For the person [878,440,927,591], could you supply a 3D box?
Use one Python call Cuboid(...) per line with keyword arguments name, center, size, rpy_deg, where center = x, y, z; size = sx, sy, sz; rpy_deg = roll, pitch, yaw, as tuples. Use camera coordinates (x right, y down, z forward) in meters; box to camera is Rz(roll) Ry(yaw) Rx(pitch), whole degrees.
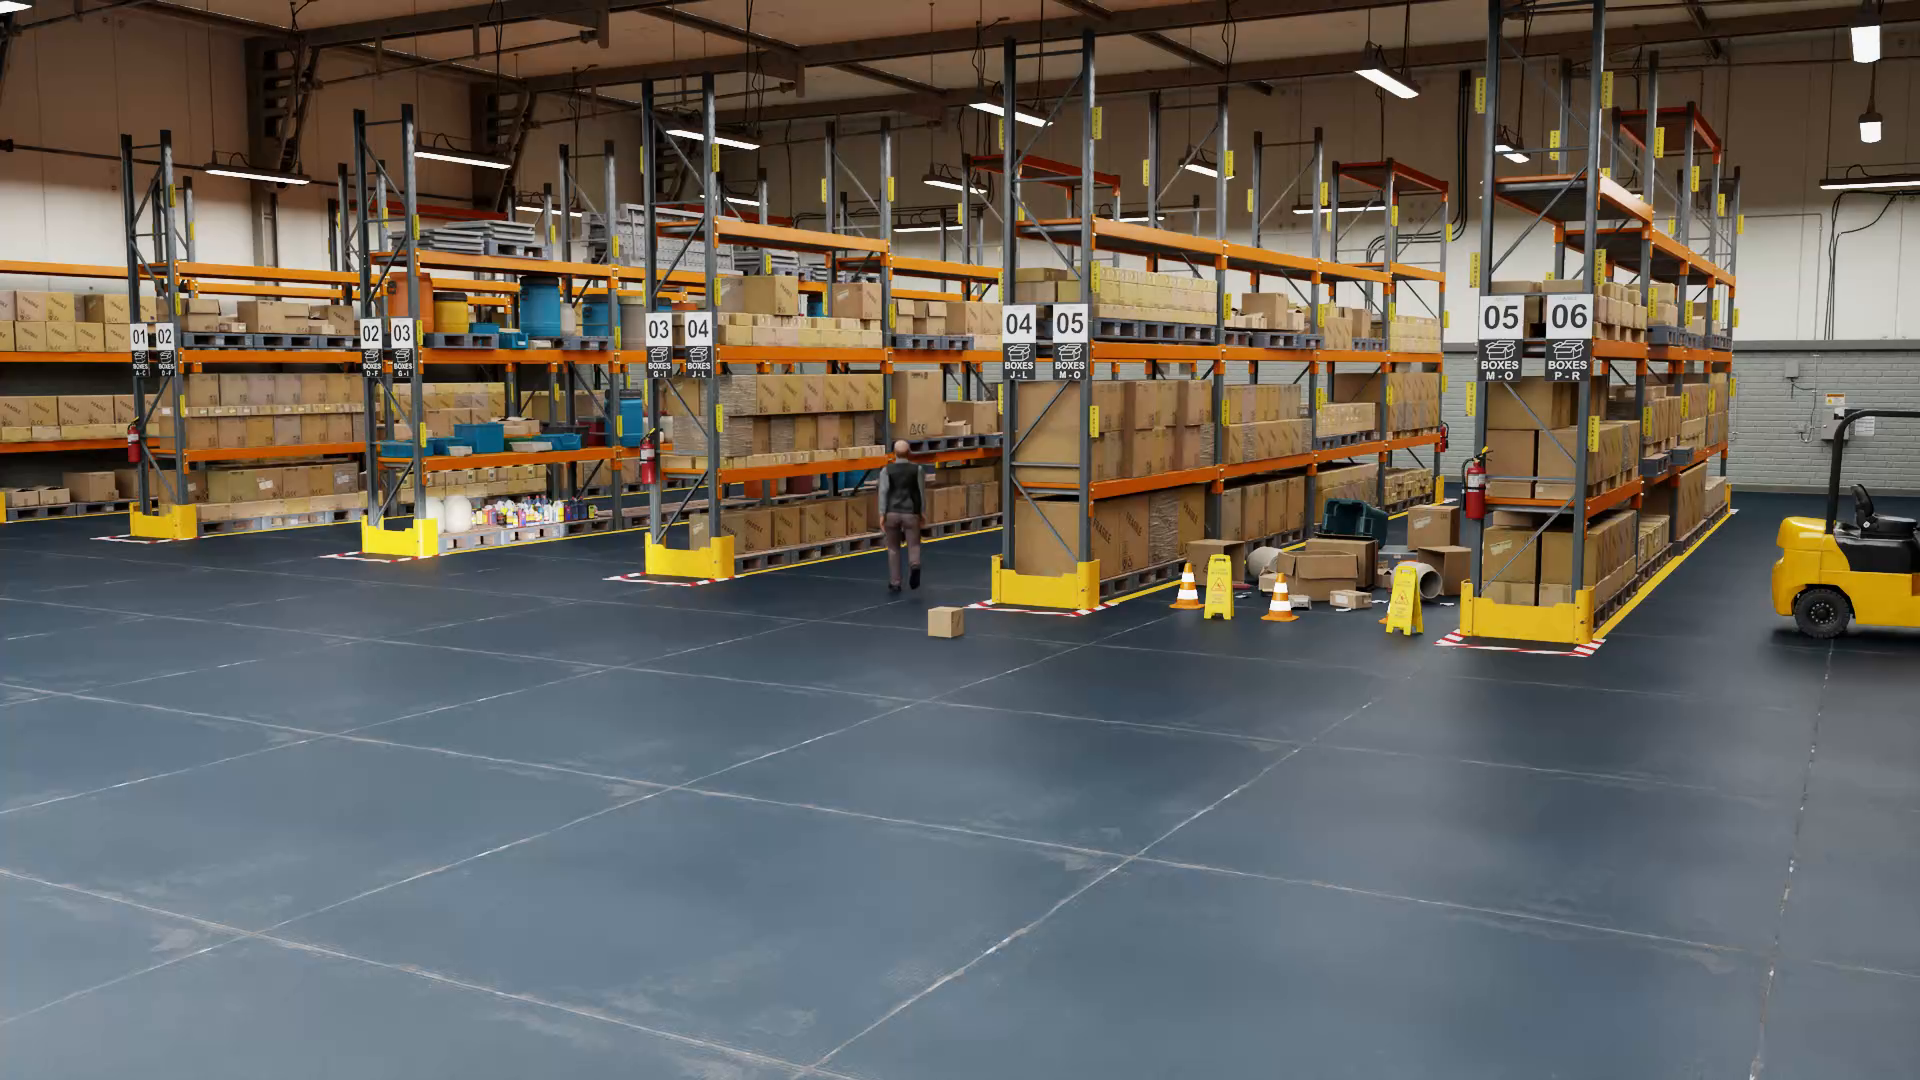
Cuboid(name="person", center=(-0.644, -0.266, 18.681), size=(0.544, 1.702, 0.713), rpy_deg=(0, 6, -4))
